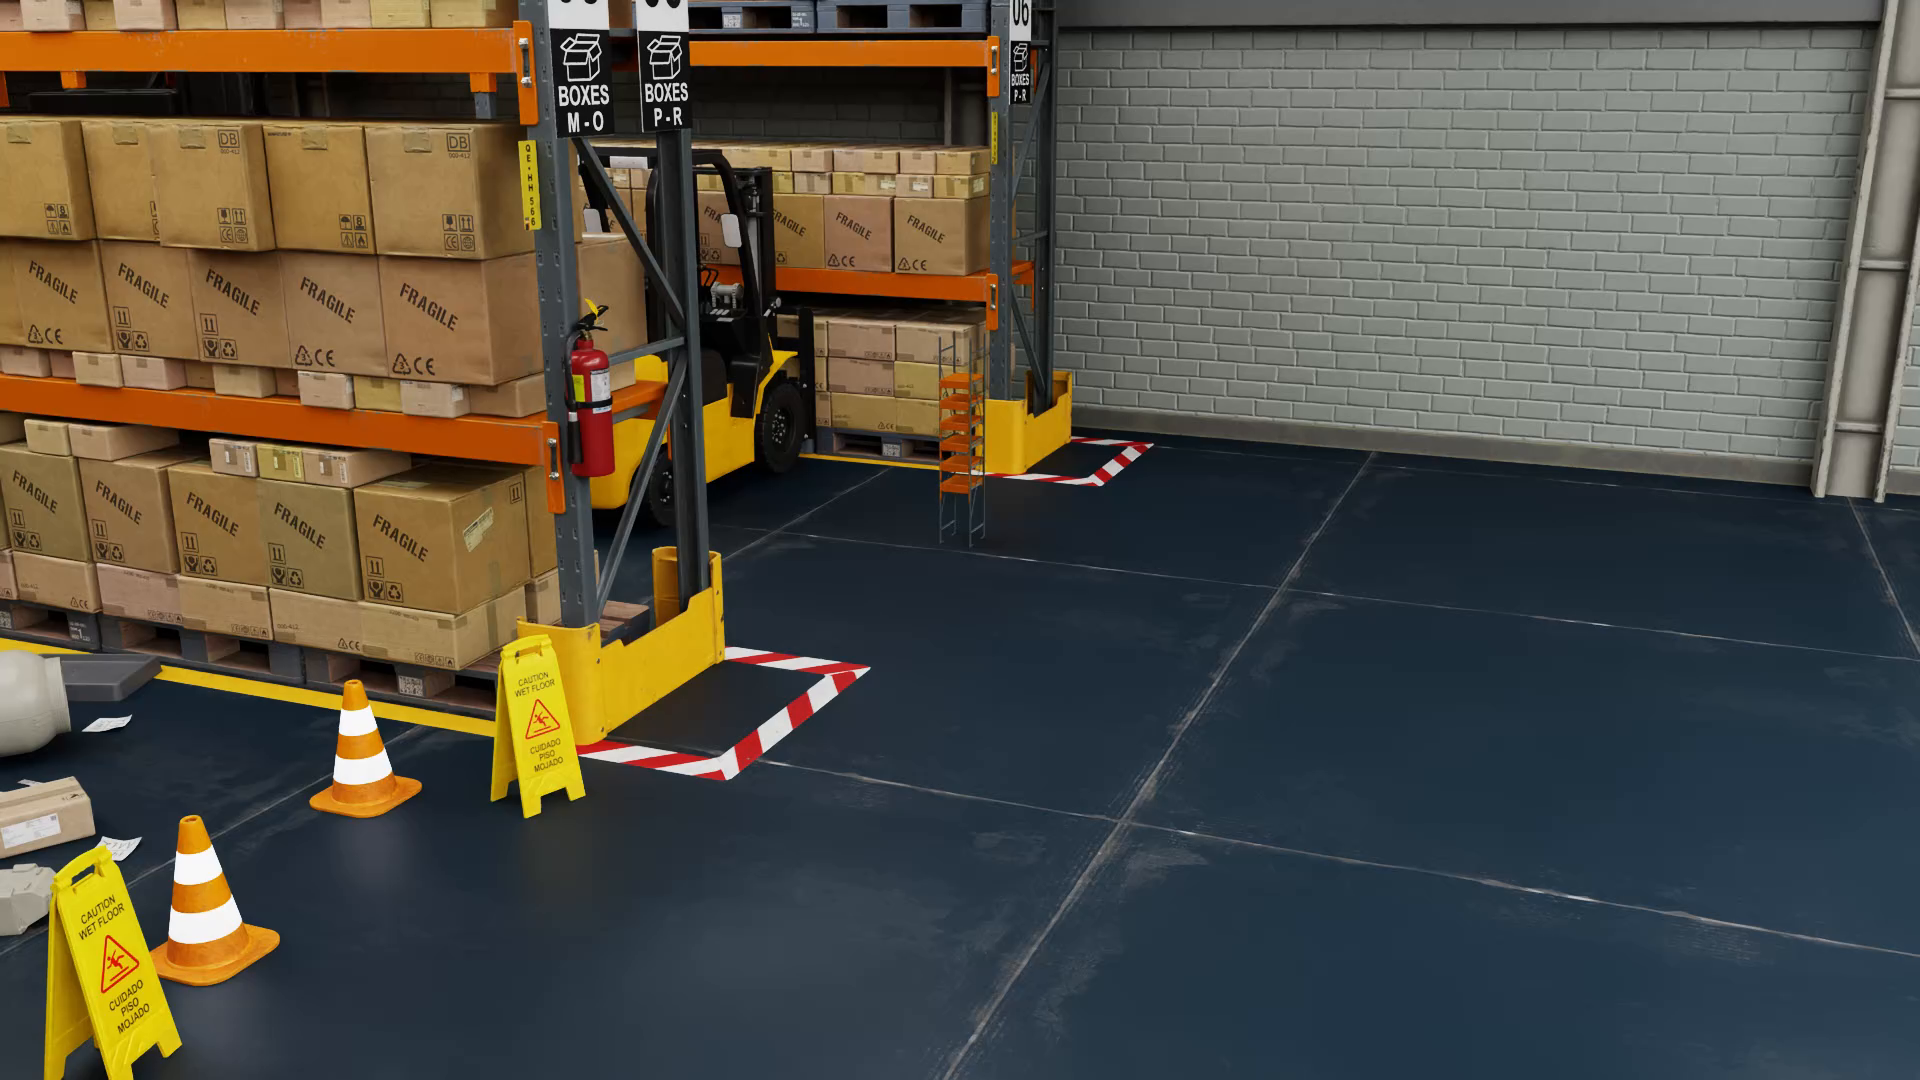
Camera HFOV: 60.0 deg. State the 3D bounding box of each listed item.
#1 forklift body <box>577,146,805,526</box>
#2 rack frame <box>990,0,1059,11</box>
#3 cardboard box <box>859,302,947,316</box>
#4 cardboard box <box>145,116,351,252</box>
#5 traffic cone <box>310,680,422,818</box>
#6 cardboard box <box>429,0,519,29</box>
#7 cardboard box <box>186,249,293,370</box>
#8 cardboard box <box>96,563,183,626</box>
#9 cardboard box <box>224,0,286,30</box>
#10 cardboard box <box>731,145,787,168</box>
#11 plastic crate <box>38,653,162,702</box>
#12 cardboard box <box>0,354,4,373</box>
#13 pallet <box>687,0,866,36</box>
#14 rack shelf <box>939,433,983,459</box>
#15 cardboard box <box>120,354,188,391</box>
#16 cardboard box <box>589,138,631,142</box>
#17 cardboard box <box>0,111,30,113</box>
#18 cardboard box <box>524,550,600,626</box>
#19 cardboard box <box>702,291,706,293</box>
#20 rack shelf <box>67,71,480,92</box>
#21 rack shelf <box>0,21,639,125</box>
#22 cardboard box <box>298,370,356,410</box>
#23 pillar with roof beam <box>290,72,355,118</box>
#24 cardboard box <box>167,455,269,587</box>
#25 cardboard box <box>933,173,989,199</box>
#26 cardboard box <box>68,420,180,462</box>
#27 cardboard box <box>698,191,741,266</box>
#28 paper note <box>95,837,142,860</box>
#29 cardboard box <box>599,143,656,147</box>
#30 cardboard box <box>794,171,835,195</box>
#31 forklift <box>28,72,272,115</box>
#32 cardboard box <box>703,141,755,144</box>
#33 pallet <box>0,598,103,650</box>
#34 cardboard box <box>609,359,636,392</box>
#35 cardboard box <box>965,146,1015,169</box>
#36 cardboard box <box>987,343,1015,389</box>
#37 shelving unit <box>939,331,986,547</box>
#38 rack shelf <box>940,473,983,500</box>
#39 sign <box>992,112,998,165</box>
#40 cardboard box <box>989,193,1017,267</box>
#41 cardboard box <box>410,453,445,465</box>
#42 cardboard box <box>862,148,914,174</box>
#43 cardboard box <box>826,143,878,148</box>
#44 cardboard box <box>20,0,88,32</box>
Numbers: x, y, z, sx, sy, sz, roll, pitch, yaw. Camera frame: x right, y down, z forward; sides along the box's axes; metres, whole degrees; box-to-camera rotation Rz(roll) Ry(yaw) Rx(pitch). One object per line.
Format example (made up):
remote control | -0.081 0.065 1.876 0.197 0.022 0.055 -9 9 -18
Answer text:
forklift body | -1.998 -1.359 10.496 1.214 2.155 2.313 6 17 21
rack frame | 0.435 -4.927 10.503 0.127 3.000 1.000 6 17 21
cardboard box | -0.409 -1.555 12.036 0.500 0.250 0.500 6 17 21
cardboard box | -2.918 -1.504 6.967 0.500 0.500 0.700 6 17 20
traffic cone | -2.256 0.751 6.257 0.334 0.463 0.336 6 17 21
cardboard box | -1.817 -2.042 6.397 0.250 0.149 0.380 6 17 21
cardboard box | -2.917 -1.037 7.154 0.500 0.500 0.500 6 17 20
cardboard box | -3.659 0.187 7.827 0.500 0.250 0.500 6 17 20
cardboard box | -2.756 -2.151 6.773 0.250 0.149 0.380 6 17 20
cardboard box | -1.405 -2.685 11.667 0.250 0.149 0.380 7 17 21
plastic crate | -3.944 0.608 7.435 0.583 0.080 0.402 0 16 1
cardboard box | -4.416 -0.899 7.842 0.250 0.149 0.380 6 17 20
pallet | -1.352 -3.647 11.635 1.213 0.211 1.003 6 17 21
rack shelf | 0.013 -0.532 9.514 0.180 0.103 0.258 6 17 21
cardboard box | -3.497 -0.779 7.428 0.250 0.149 0.380 6 17 20
cardboard box | -2.660 -2.966 12.635 0.250 0.149 0.380 6 17 19
cardboard box | -4.774 -1.737 7.770 0.500 0.500 0.700 6 17 20
cardboard box | -2.032 0.207 7.760 0.500 0.250 0.500 6 17 20
cardboard box | -2.280 -1.768 12.769 0.500 0.250 0.500 6 17 20
rack shelf | -5.147 -3.754 13.136 4.000 0.370 1.077 6 17 21
rack shelf | -3.243 -2.058 7.291 4.000 0.370 1.077 6 17 21
cardboard box | -2.567 -0.667 7.043 0.250 0.149 0.380 7 17 22
pillar with roof beam | -7.043 -4.729 9.822 0.400 9.000 9.100 6 17 21
cardboard box | -3.177 -0.119 7.539 0.500 0.500 0.500 6 17 19
cardboard box | 0.010 -2.368 11.107 0.250 0.149 0.380 7 17 21
cardboard box | -3.829 -0.482 7.625 0.250 0.149 0.380 7 18 24
cardboard box | -1.547 -2.232 11.803 0.500 0.500 0.500 6 17 21
paper note | -2.993 1.088 5.873 0.142 0.019 0.148 0 16 1
cardboard box | -2.380 -2.768 11.950 0.250 0.149 0.380 7 17 22
cardboard box | -0.950 -2.472 11.466 0.250 0.149 0.380 6 17 19
forklift | -5.073 -1.770 10.515 3.031 2.935 1.130 -3 17 -11
cardboard box | -1.699 -2.864 12.281 0.250 0.149 0.380 6 17 20
pallet | -4.466 0.232 8.497 1.213 0.211 1.003 6 17 21
cardboard box | -1.623 -0.726 7.244 0.250 0.149 0.380 6 17 21
cardboard box | 0.201 -2.638 11.503 0.250 0.149 0.380 6 17 20
cardboard box | 0.074 -1.269 11.946 0.500 0.250 0.500 7 17 22
shelving unit | 0.013 -0.575 9.501 0.189 1.200 0.258 6 17 21
rack shelf | 0.013 -0.302 9.581 0.180 0.103 0.258 6 17 21
sign | 0.223 -2.576 10.665 0.005 0.325 0.100 6 17 21
cardboard box | 0.076 -2.216 11.748 0.500 0.500 0.500 7 18 22
cardboard box | -2.542 -0.208 7.844 0.500 0.500 0.500 6 17 19
cardboard box | -0.470 -2.567 11.259 0.250 0.149 0.380 7 17 22
cardboard box | -0.760 -2.746 11.877 0.250 0.149 0.380 7 18 22
cardboard box | -3.737 -2.237 7.069 0.250 0.149 0.380 6 17 20
